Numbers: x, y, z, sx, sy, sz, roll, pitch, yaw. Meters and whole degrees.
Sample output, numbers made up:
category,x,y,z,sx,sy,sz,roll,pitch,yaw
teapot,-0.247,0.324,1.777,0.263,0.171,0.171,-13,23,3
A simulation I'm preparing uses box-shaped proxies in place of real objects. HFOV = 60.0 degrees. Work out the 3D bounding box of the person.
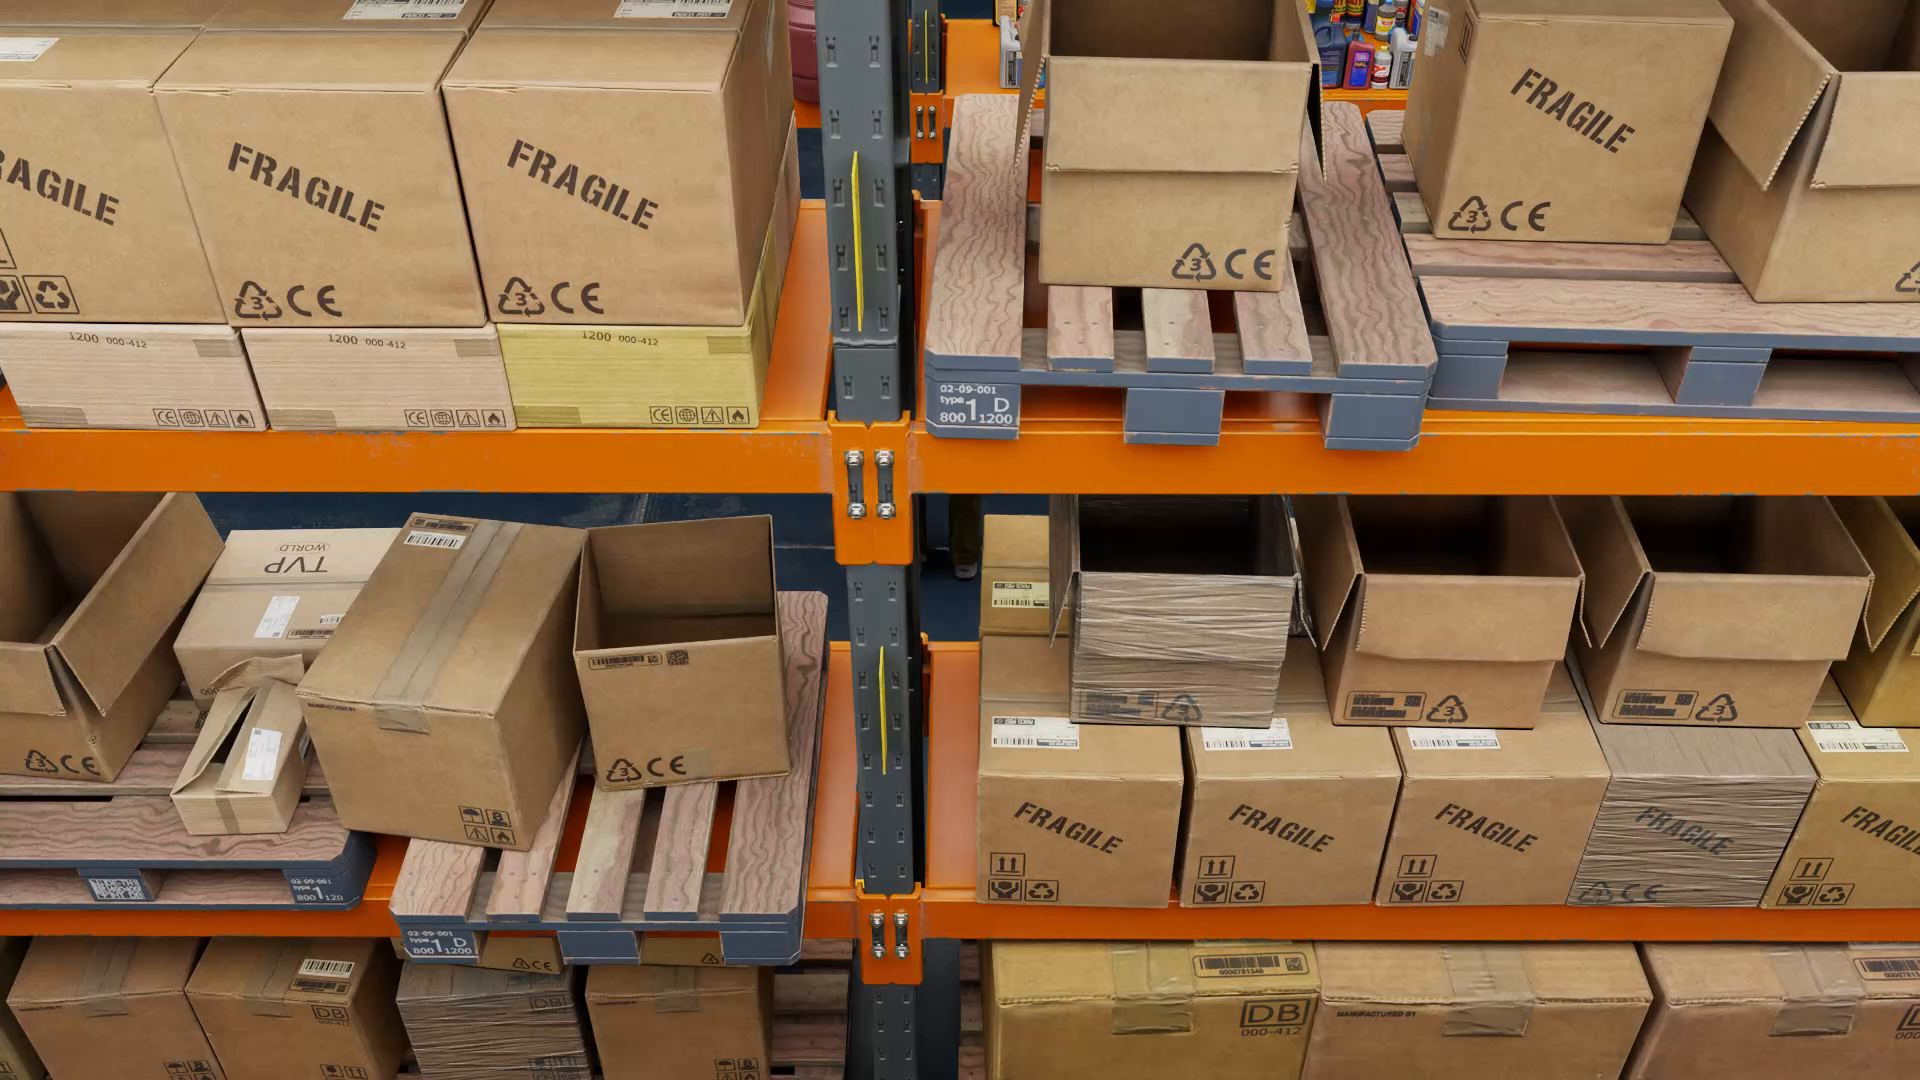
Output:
category,x,y,z,sx,sy,sz,roll,pitch,yaw
person,-0.107,-0.667,6.991,0.526,1.780,0.551,-1,39,-1
